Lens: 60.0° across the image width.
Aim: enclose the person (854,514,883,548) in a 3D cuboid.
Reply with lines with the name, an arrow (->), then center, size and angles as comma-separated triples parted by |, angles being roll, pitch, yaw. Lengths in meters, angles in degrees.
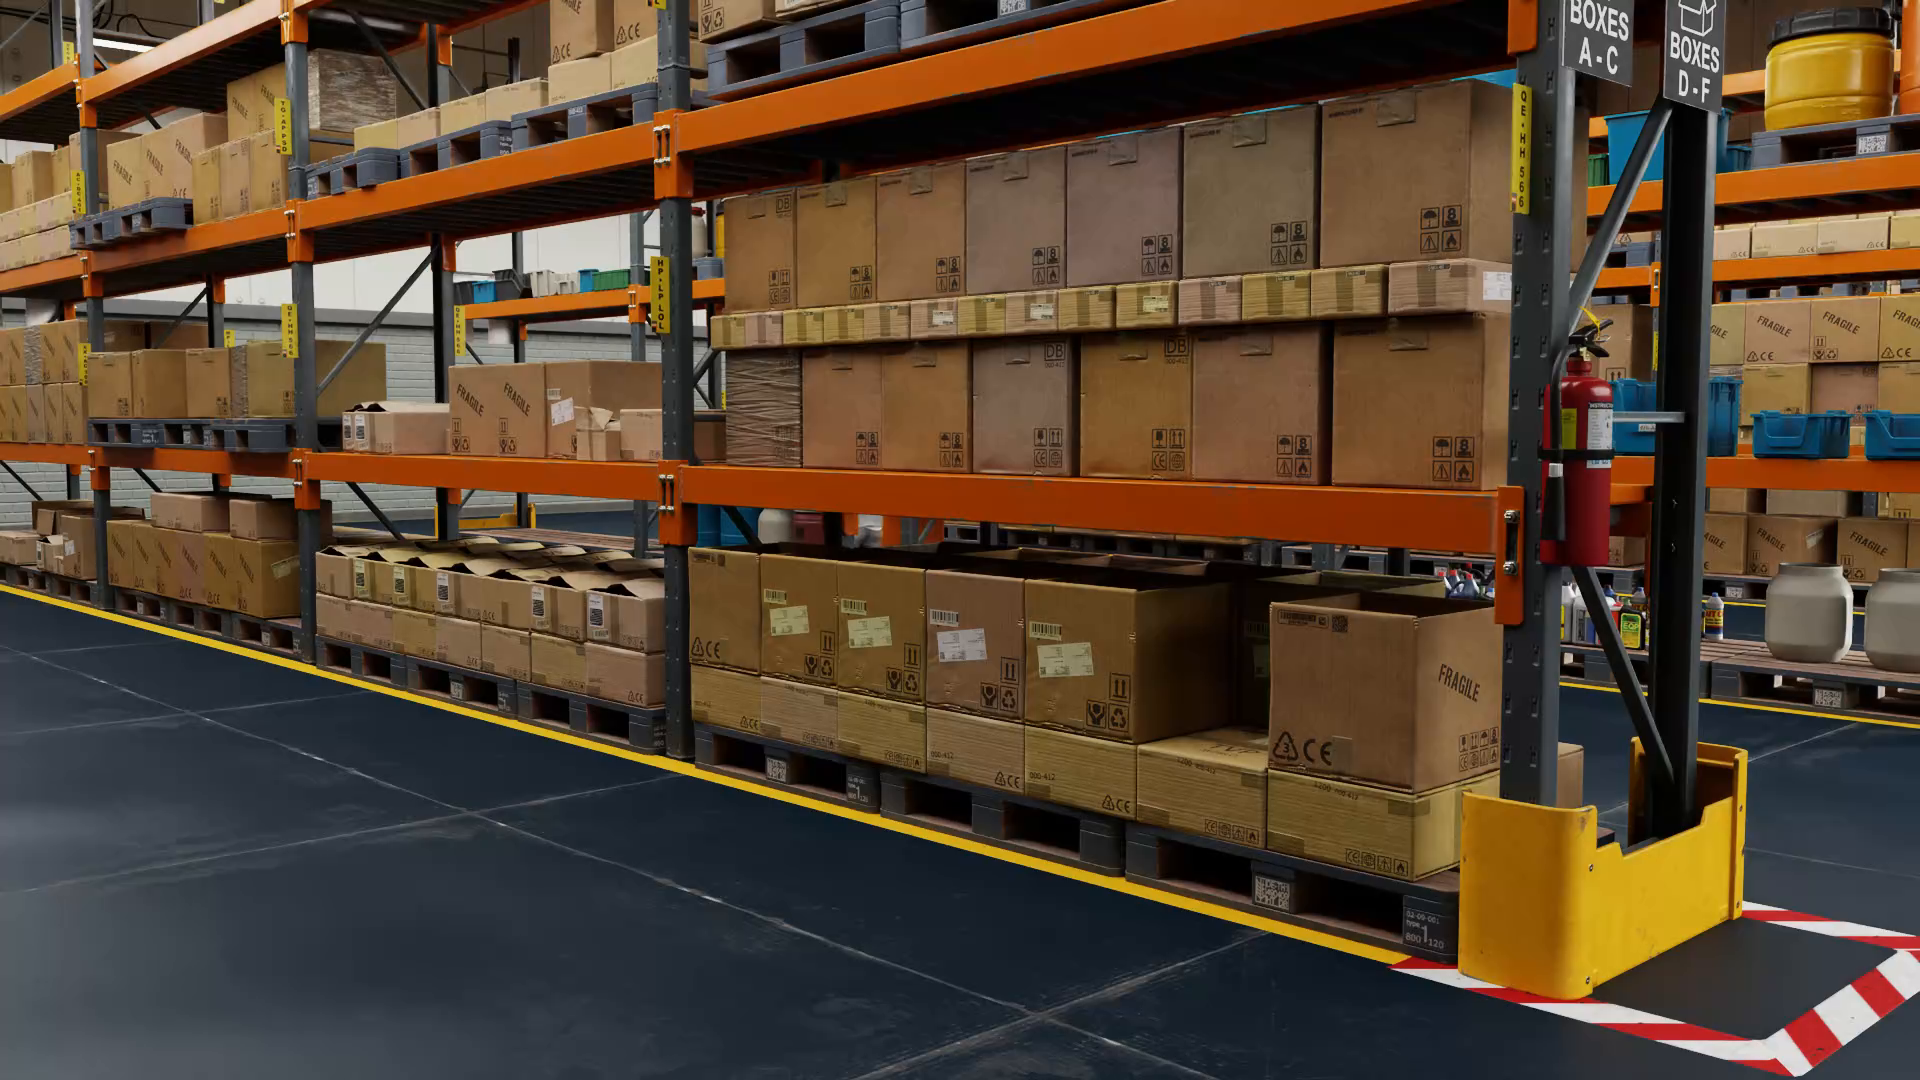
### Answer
person -> -0.664, -0.055, 10.595 | 0.406, 1.598, 0.310 | -4, 6, -43
